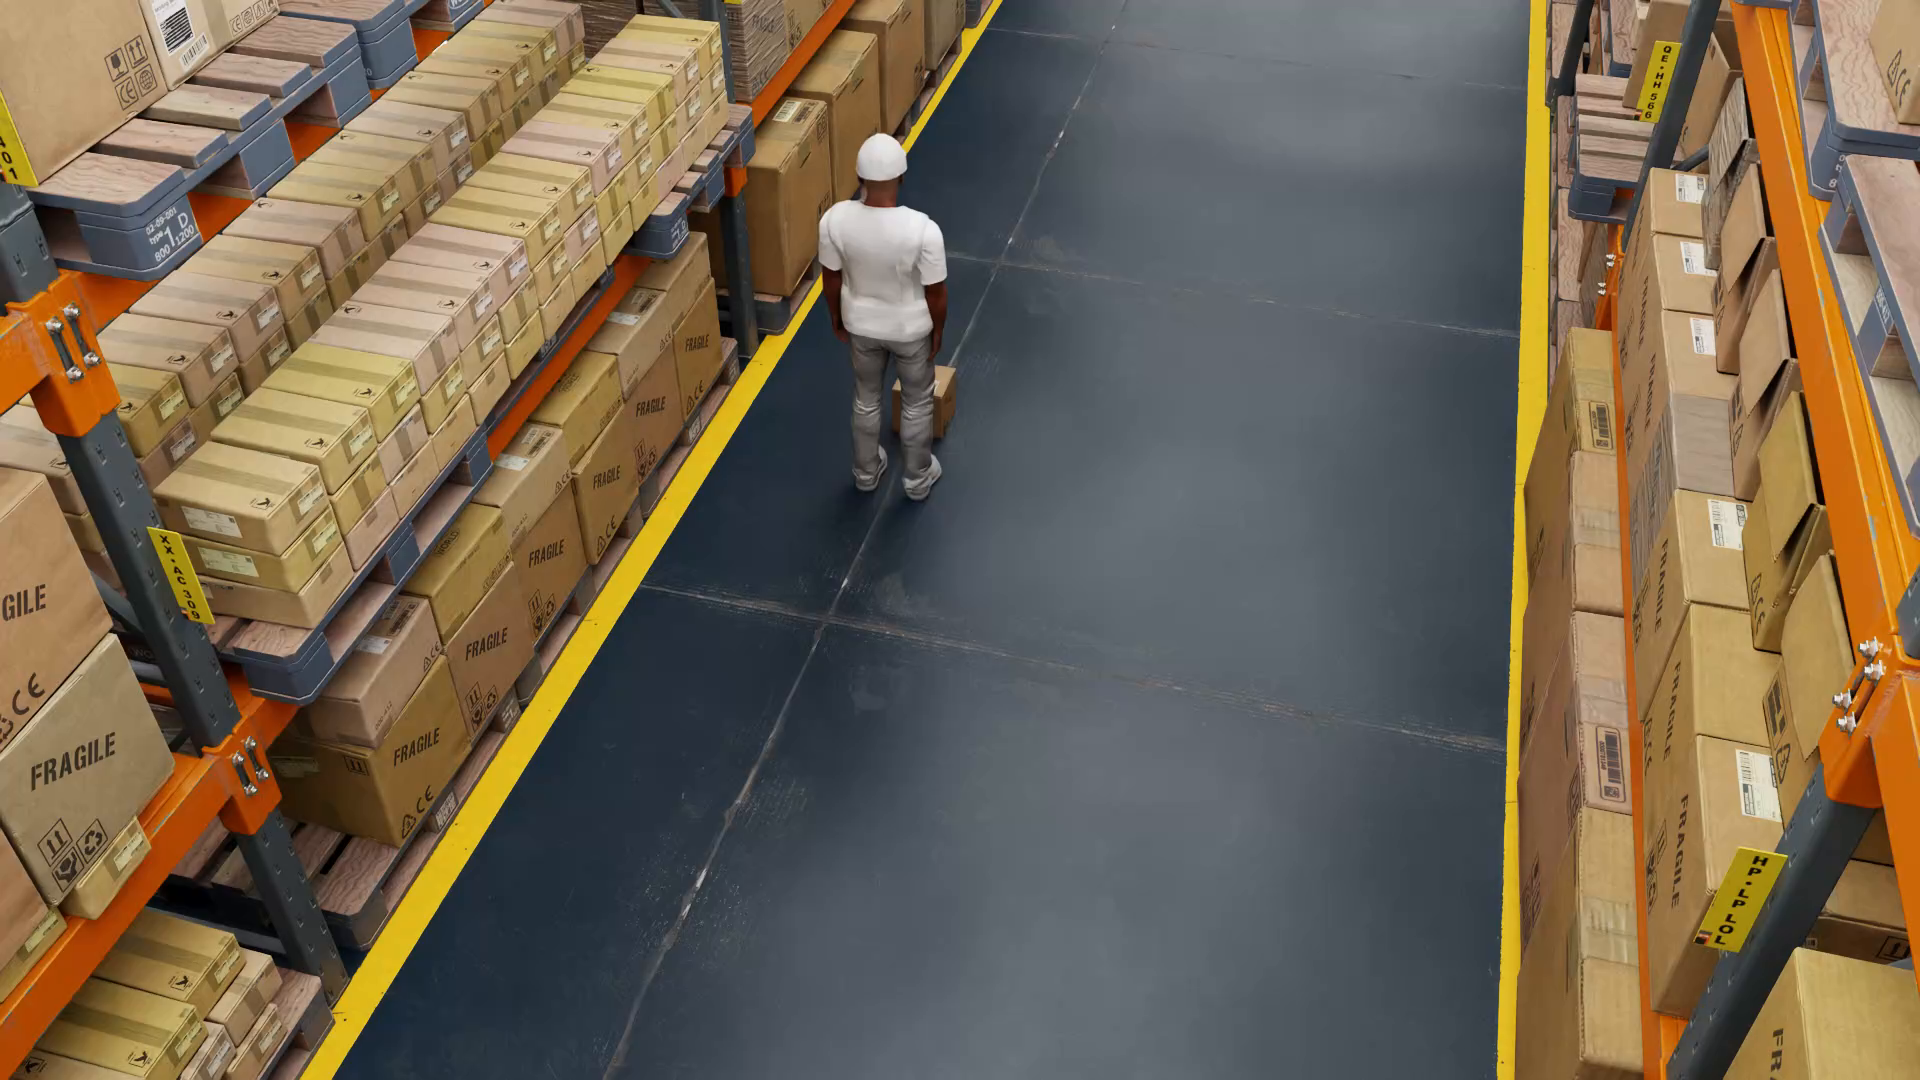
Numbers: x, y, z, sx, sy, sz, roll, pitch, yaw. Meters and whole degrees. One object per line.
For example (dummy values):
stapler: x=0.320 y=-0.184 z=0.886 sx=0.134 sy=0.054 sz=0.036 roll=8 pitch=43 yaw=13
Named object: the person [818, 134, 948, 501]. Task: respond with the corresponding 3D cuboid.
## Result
person: x=-0.316 y=-0.951 z=7.243 sx=0.564 sy=1.763 sz=0.360 roll=10 pitch=42 yaw=12
